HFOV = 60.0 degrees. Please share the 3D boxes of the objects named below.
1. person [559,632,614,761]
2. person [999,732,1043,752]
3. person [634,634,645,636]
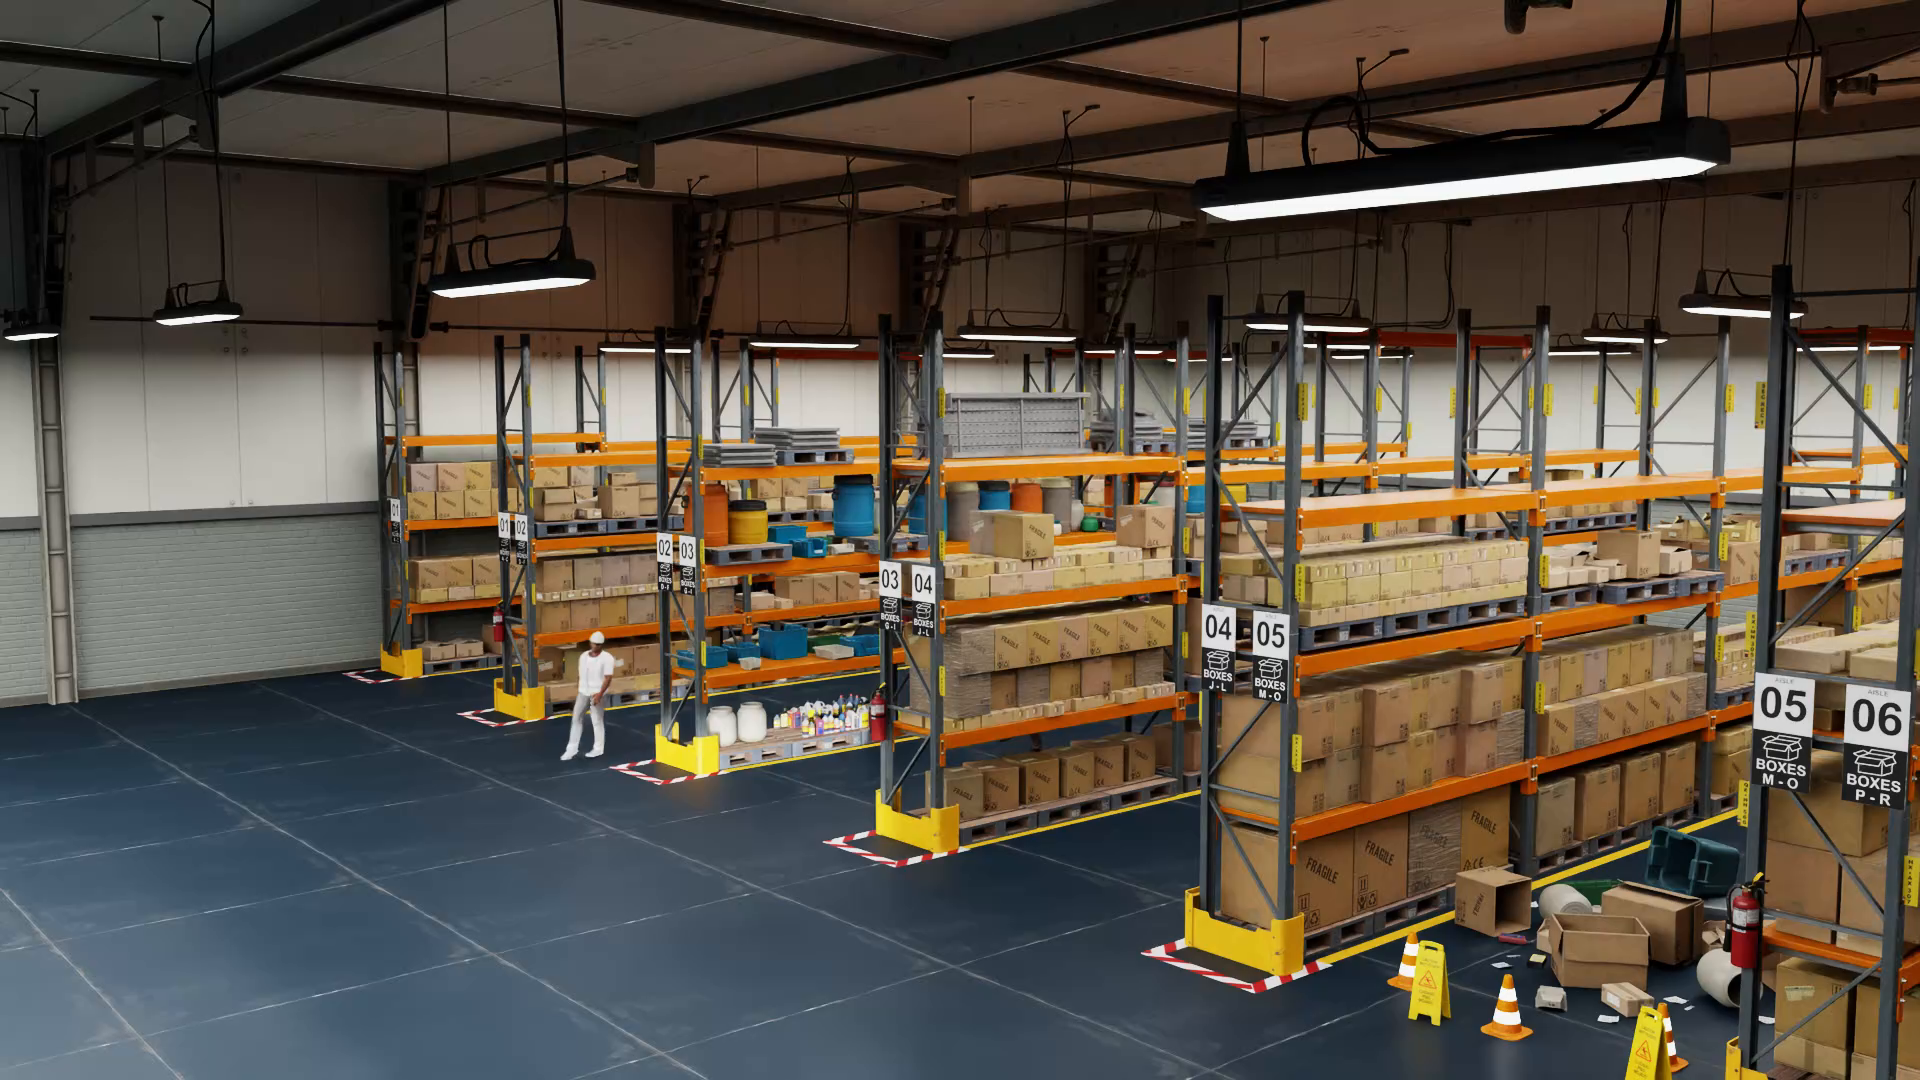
[{"bbox_3d":[-5.194,2.188,23.195,0.702,1.813,0.512,2,6,19],"label":"person"},{"bbox_3d":[0.842,2.184,23.228,0.726,1.709,0.589,-4,7,-38],"label":"person"},{"bbox_3d":[-5.748,1.682,29.553,0.434,1.546,0.968,4,7,38],"label":"person"}]
